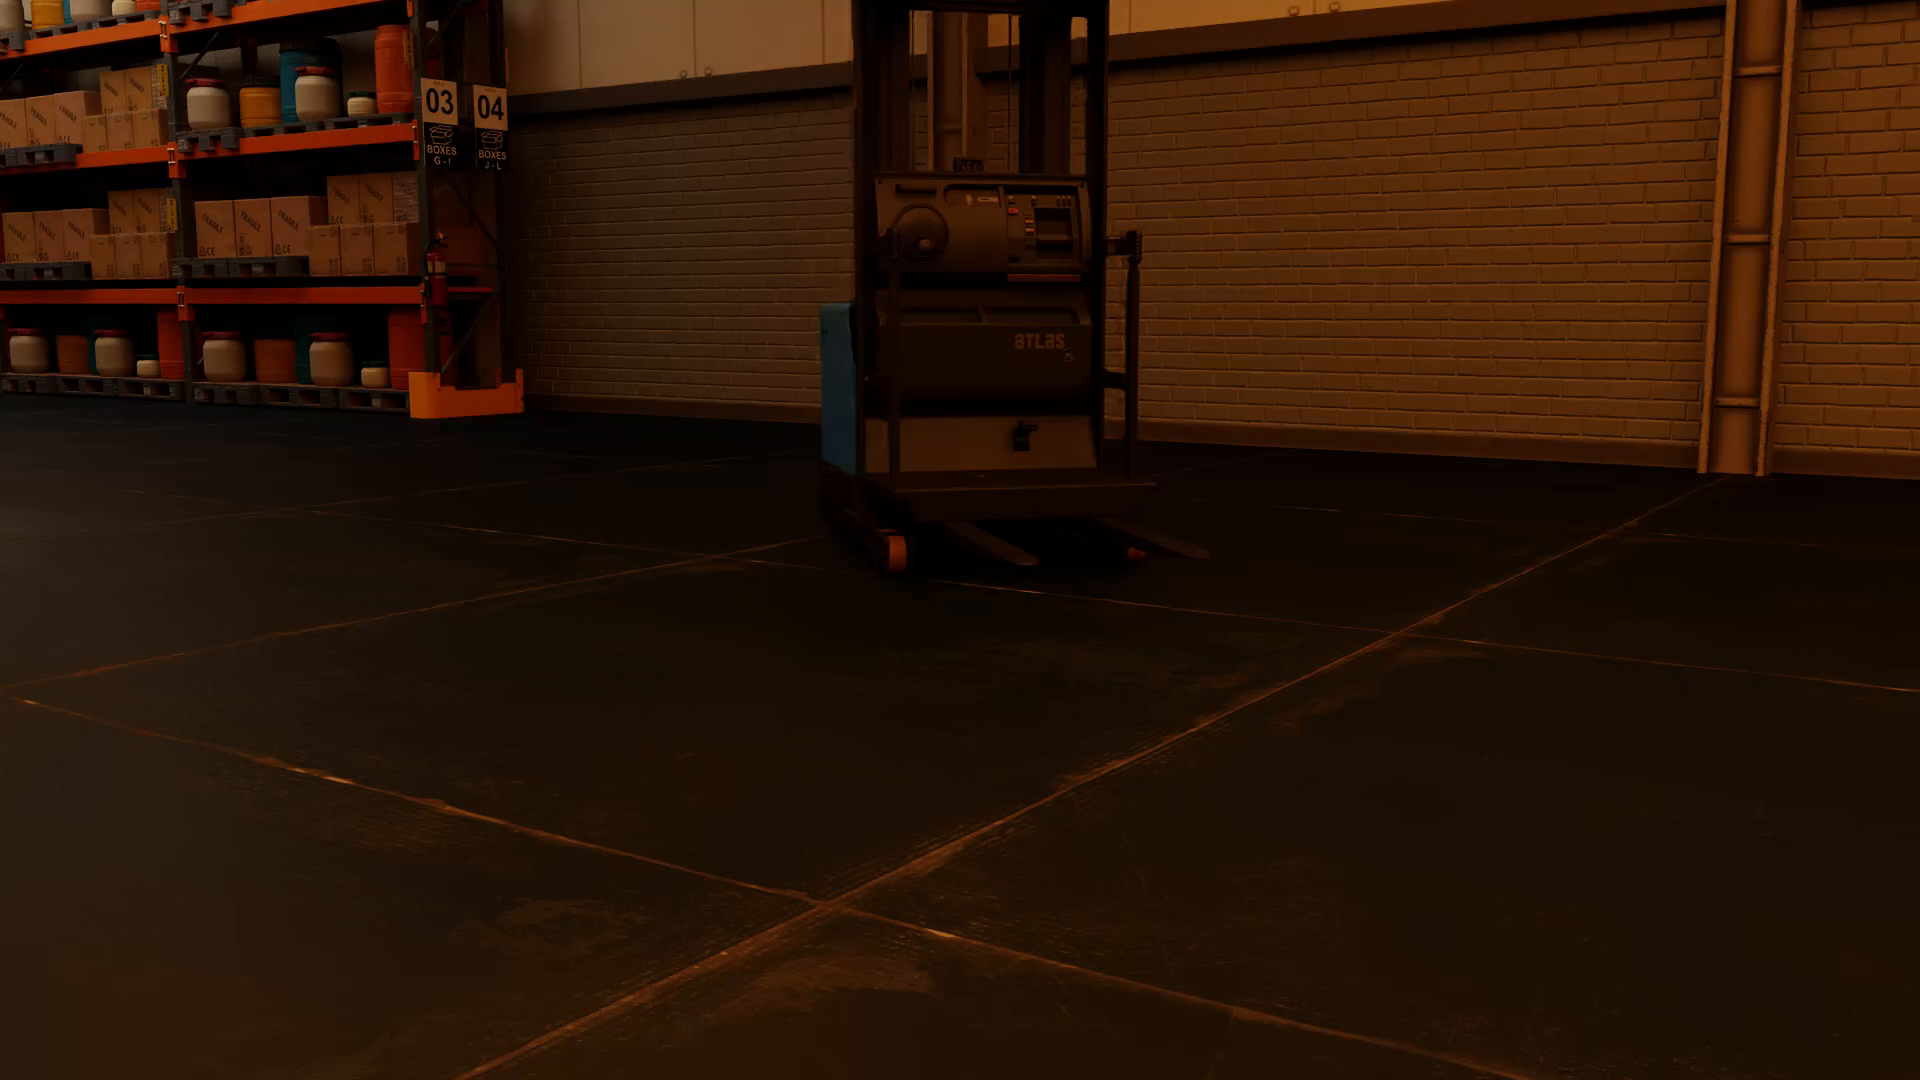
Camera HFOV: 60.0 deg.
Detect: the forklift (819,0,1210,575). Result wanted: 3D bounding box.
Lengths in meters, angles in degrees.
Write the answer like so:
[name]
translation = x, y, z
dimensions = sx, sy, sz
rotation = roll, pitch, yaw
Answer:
[forklift]
translation = 0.154, -1.368, 6.811
dimensions = 1.130, 2.935, 3.031
rotation = -2, 8, -14
